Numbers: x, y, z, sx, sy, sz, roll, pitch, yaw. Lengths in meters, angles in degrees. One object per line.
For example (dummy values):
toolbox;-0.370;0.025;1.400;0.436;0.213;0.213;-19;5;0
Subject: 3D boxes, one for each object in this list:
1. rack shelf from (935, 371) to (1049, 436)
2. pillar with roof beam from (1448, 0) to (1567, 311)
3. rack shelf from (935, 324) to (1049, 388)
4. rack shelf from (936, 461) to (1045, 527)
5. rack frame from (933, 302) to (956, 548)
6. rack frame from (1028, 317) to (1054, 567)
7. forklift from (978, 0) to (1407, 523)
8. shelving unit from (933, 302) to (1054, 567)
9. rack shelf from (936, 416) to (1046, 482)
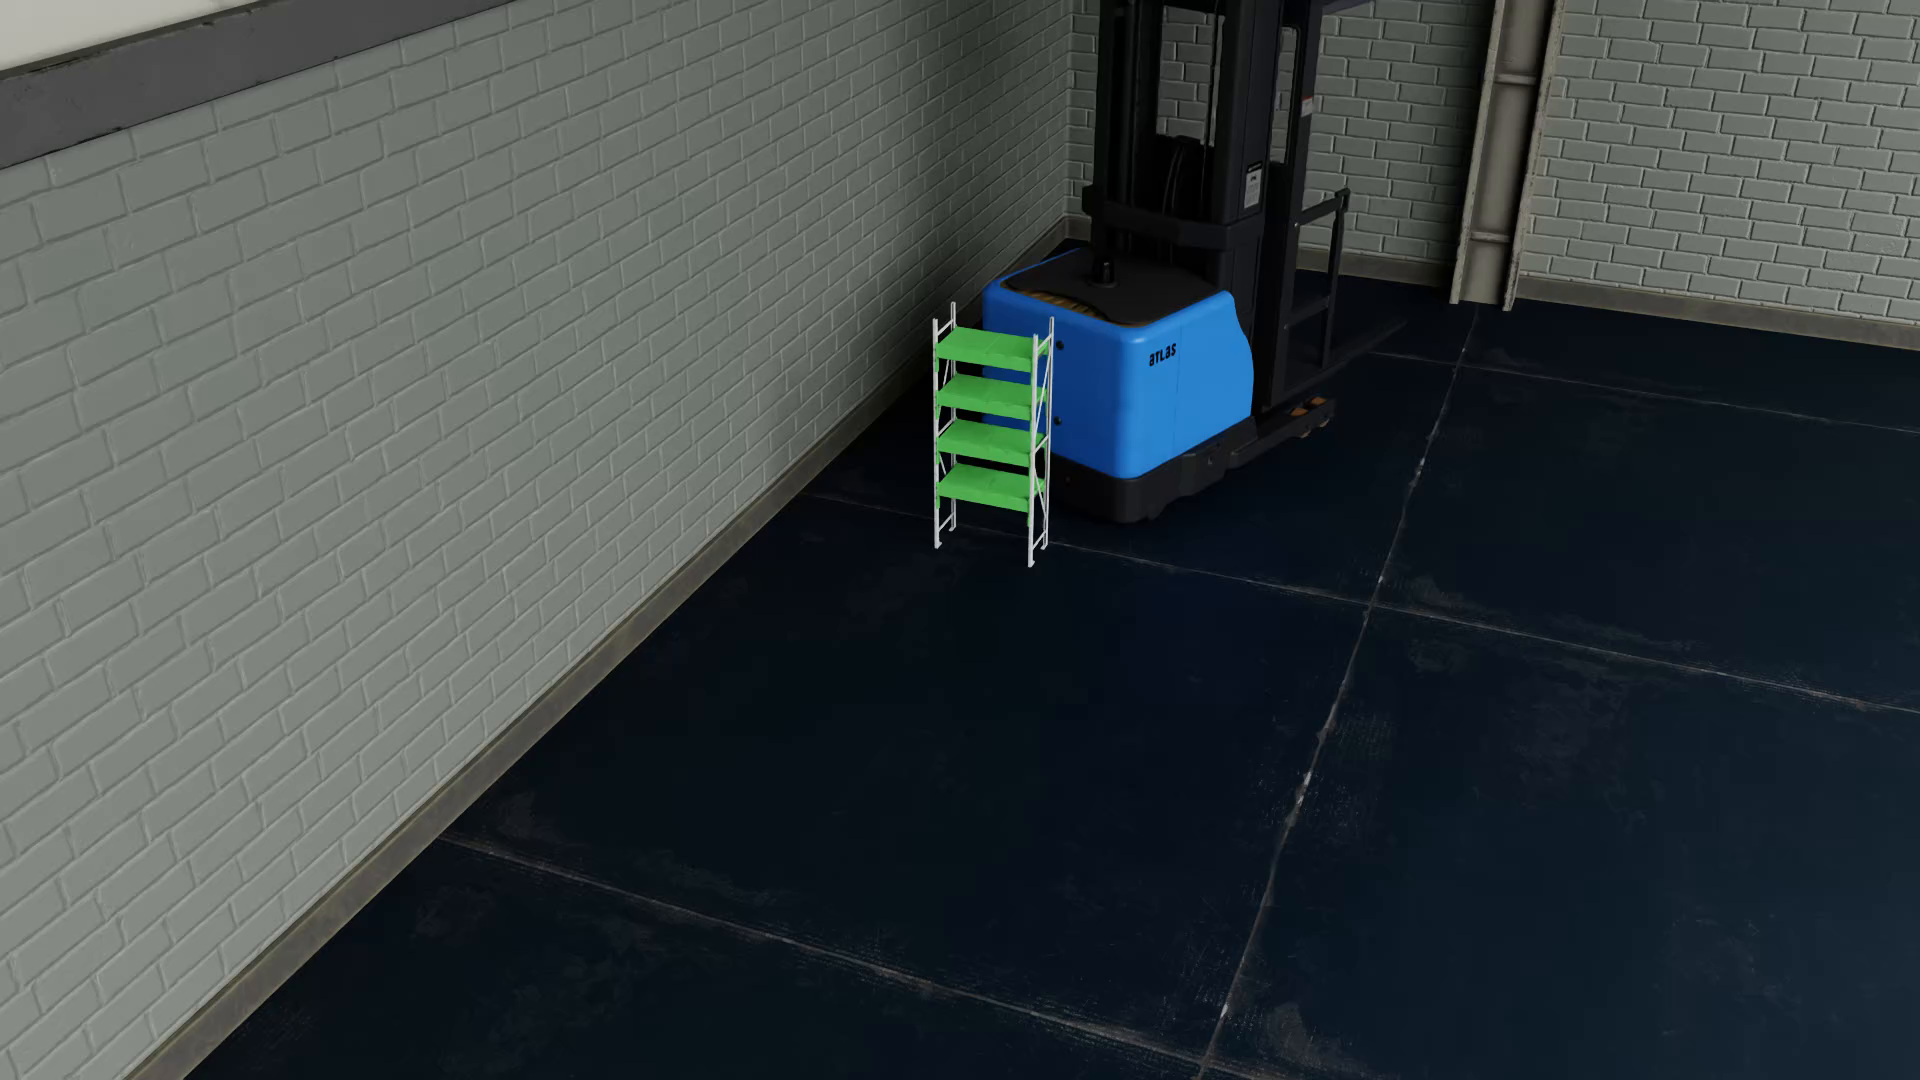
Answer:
rack shelf;0.153;-0.645;7.814;0.480;0.148;0.258;11;31;19
pillar with roof beam;1.864;-3.561;5.404;0.400;9.000;9.100;11;31;19
rack shelf;0.153;-0.854;7.696;0.480;0.148;0.258;11;31;19
rack shelf;0.153;-0.227;8.050;0.480;0.148;0.258;11;31;19
rack frame;-0.073;-0.537;7.980;0.015;1.200;0.240;11;31;19
rack frame;0.379;-0.447;7.821;0.015;1.200;0.240;11;31;19
forklift;1.468;-1.996;8.803;1.130;2.935;3.031;25;38;36
shelving unit;0.153;-0.492;7.901;0.503;1.200;0.258;11;31;19
rack shelf;0.153;-0.436;7.932;0.480;0.148;0.258;11;31;19
